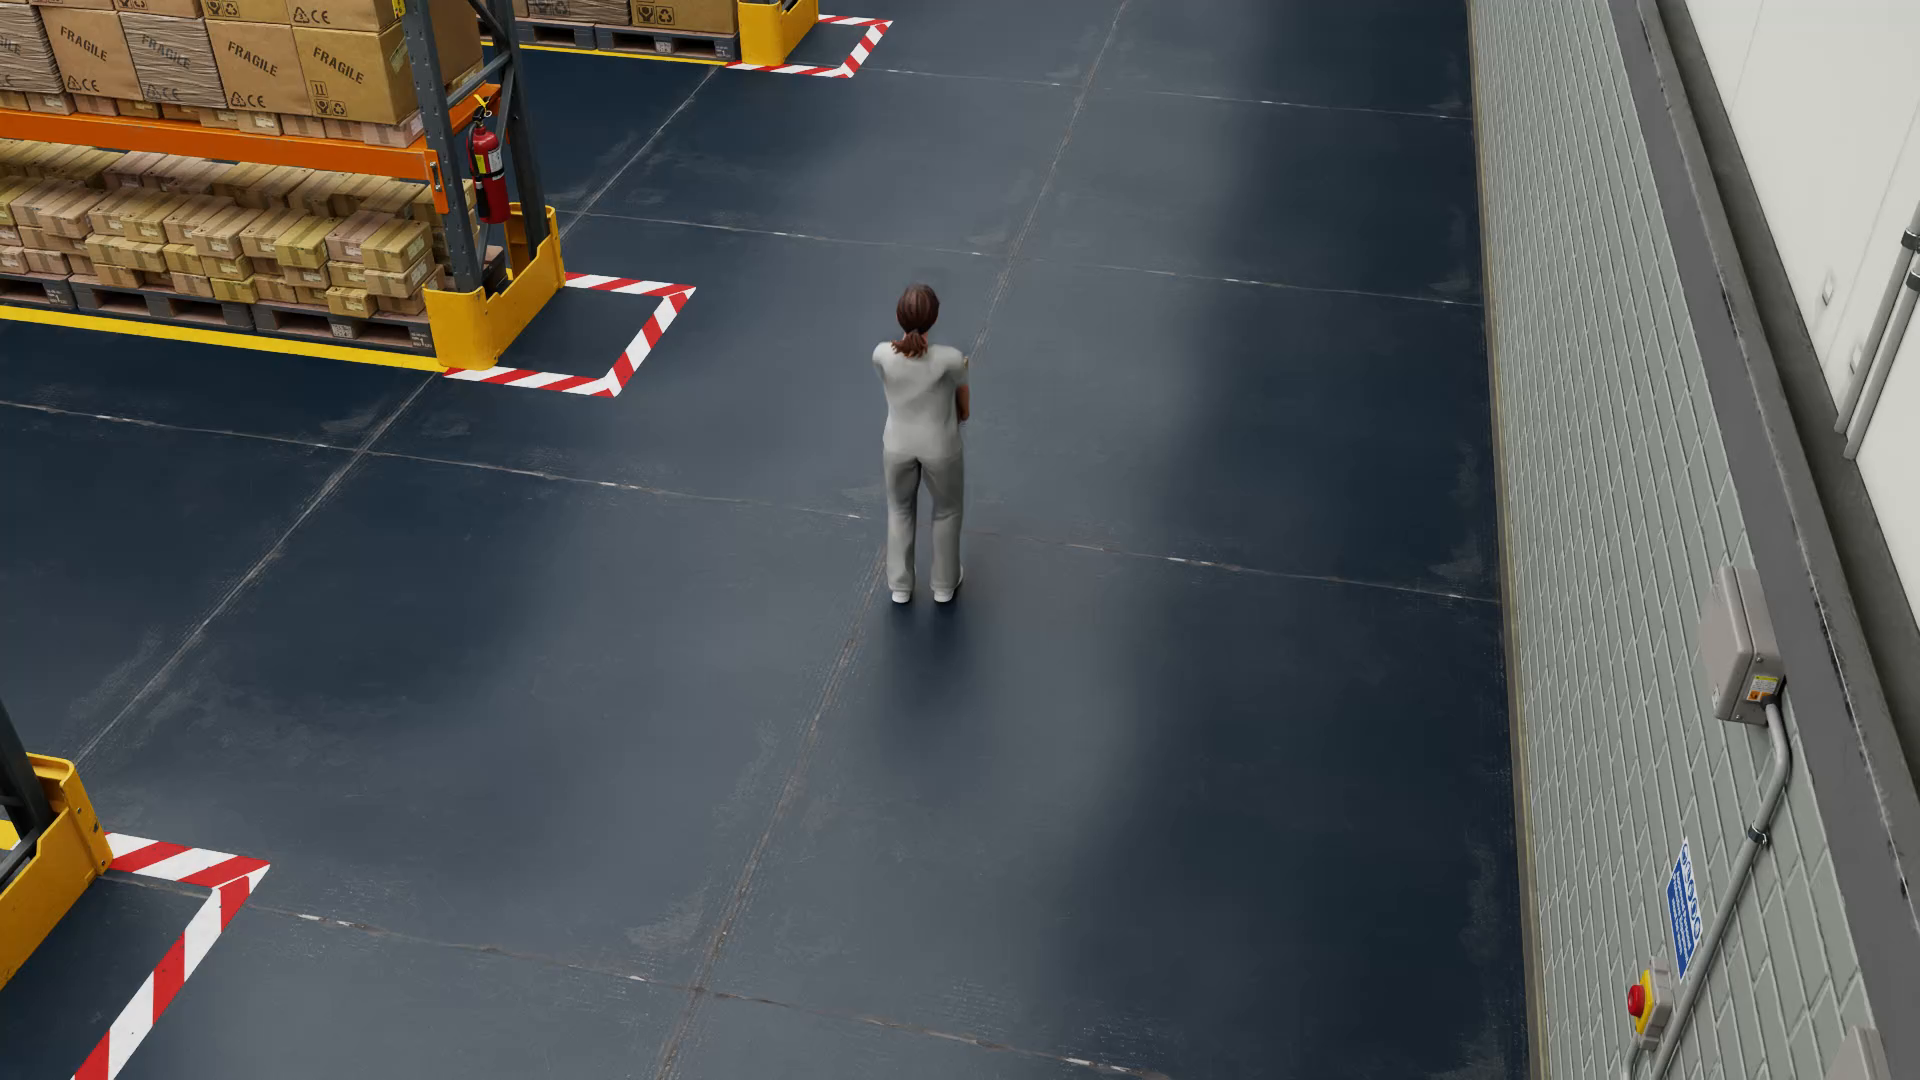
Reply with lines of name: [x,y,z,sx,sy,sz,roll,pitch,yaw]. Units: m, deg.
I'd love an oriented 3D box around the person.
person: [-0.159,-0.457,7.589,0.409,1.668,0.525,7,37,9]
